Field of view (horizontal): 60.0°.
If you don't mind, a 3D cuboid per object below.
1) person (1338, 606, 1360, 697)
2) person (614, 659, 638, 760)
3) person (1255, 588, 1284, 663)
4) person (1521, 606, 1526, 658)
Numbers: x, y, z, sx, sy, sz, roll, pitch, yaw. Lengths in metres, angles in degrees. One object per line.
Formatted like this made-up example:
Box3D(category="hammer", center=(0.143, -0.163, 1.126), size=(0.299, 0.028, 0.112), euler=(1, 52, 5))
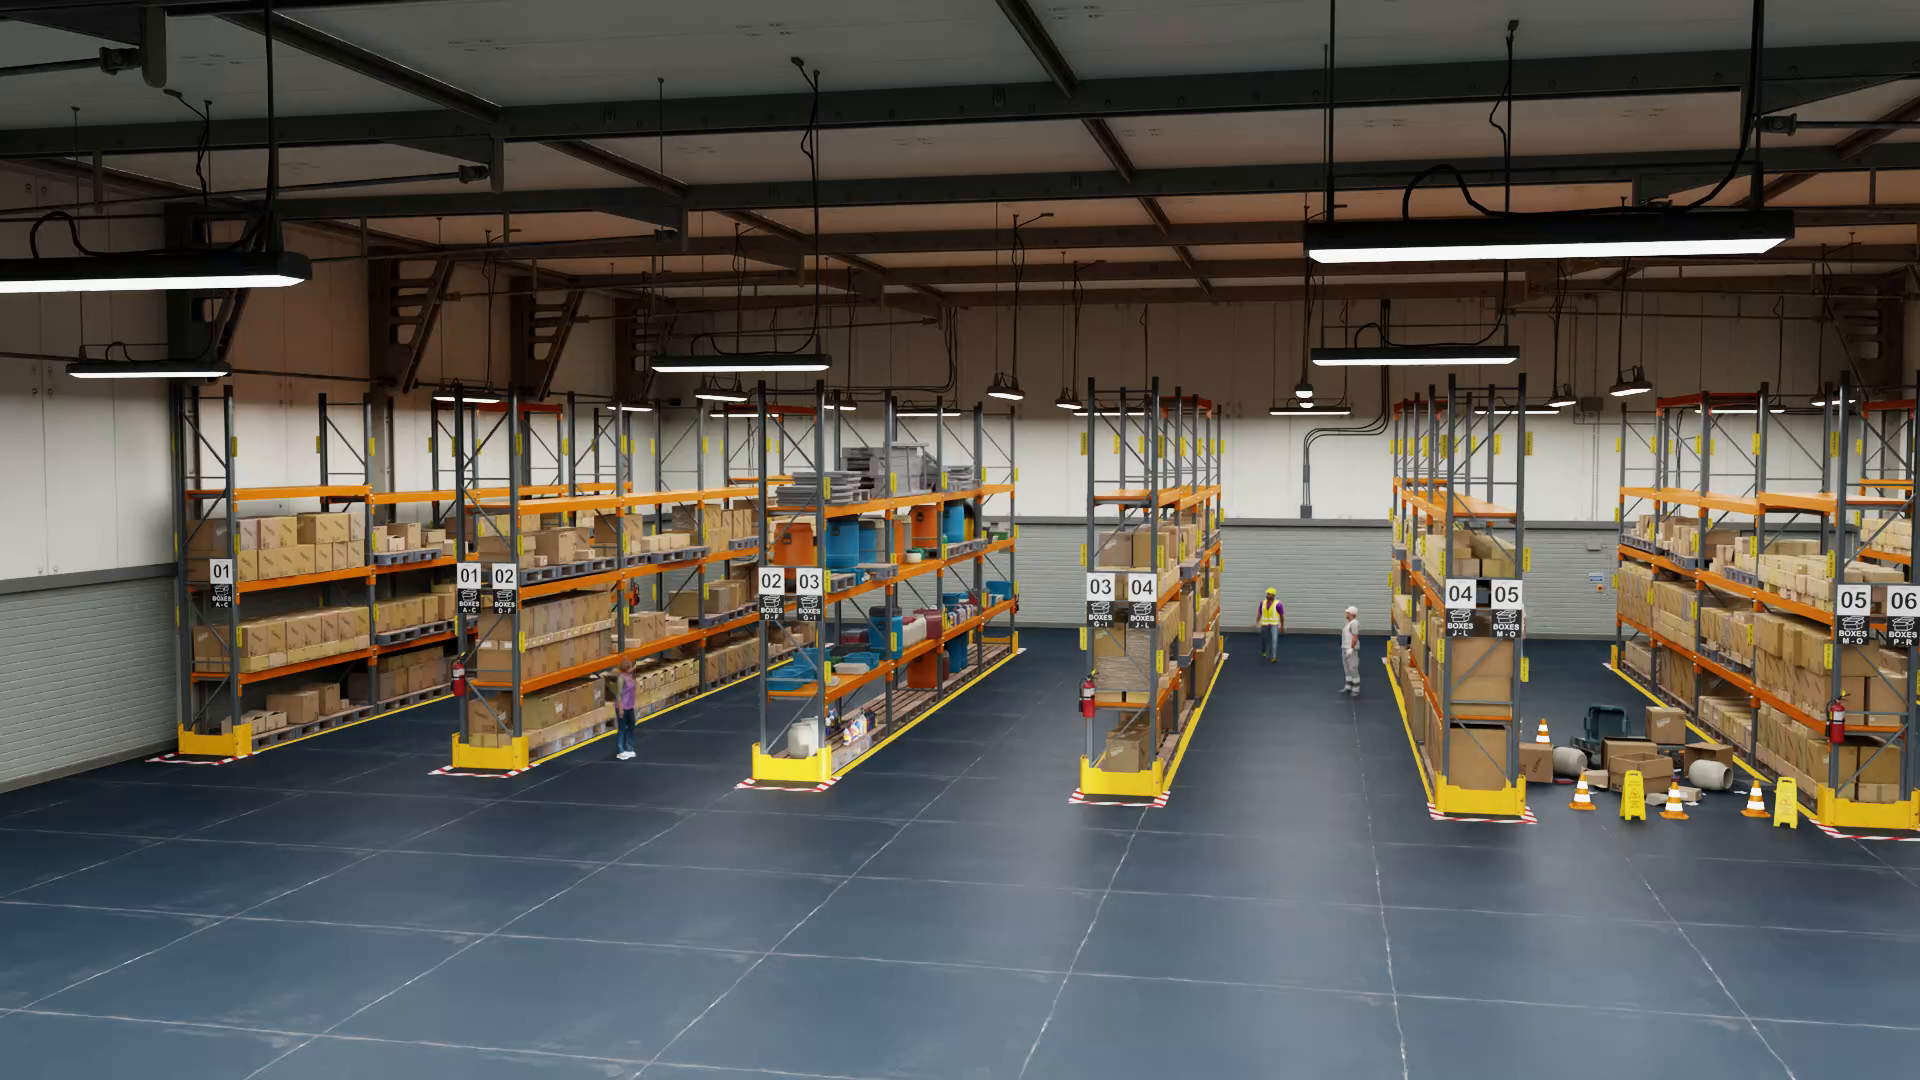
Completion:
Box3D(category="person", center=(7.871, 2.244, 33.595), size=(0.421, 1.825, 0.559), euler=(-1, 3, -18))
Box3D(category="person", center=(-5.383, 2.740, 26.718), size=(0.330, 1.656, 0.503), euler=(1, 3, 16))
Box3D(category="person", center=(7.198, 1.980, 38.704), size=(0.676, 1.731, 0.998), euler=(0, 3, 5))
Box3D(category="person", center=(12.359, 2.041, 37.167), size=(0.644, 1.770, 0.394), euler=(-2, 4, -29))
